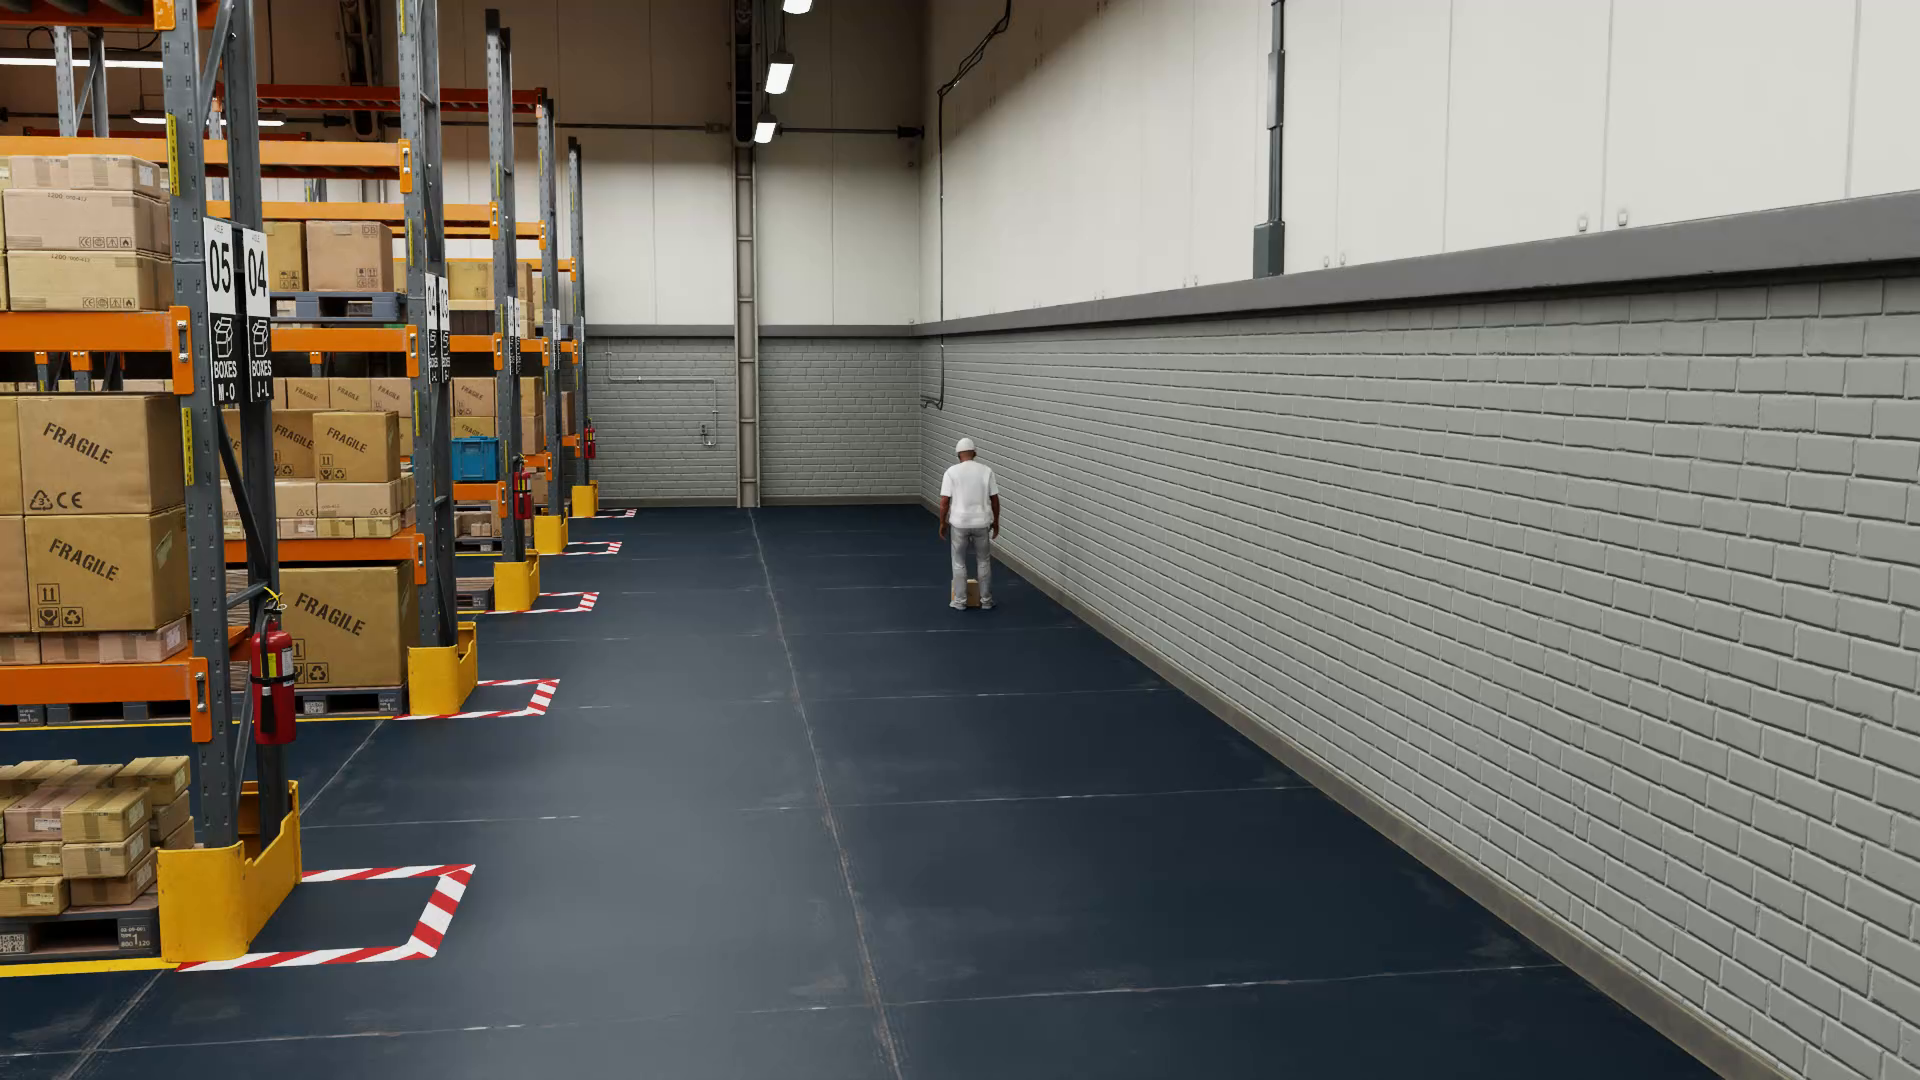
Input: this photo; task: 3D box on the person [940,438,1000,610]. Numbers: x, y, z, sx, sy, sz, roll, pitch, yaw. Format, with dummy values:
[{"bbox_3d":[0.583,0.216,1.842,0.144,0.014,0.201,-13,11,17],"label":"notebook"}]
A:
[{"bbox_3d":[0.099,-0.169,17.130,0.632,1.760,0.463,-1,7,-10],"label":"person"}]
